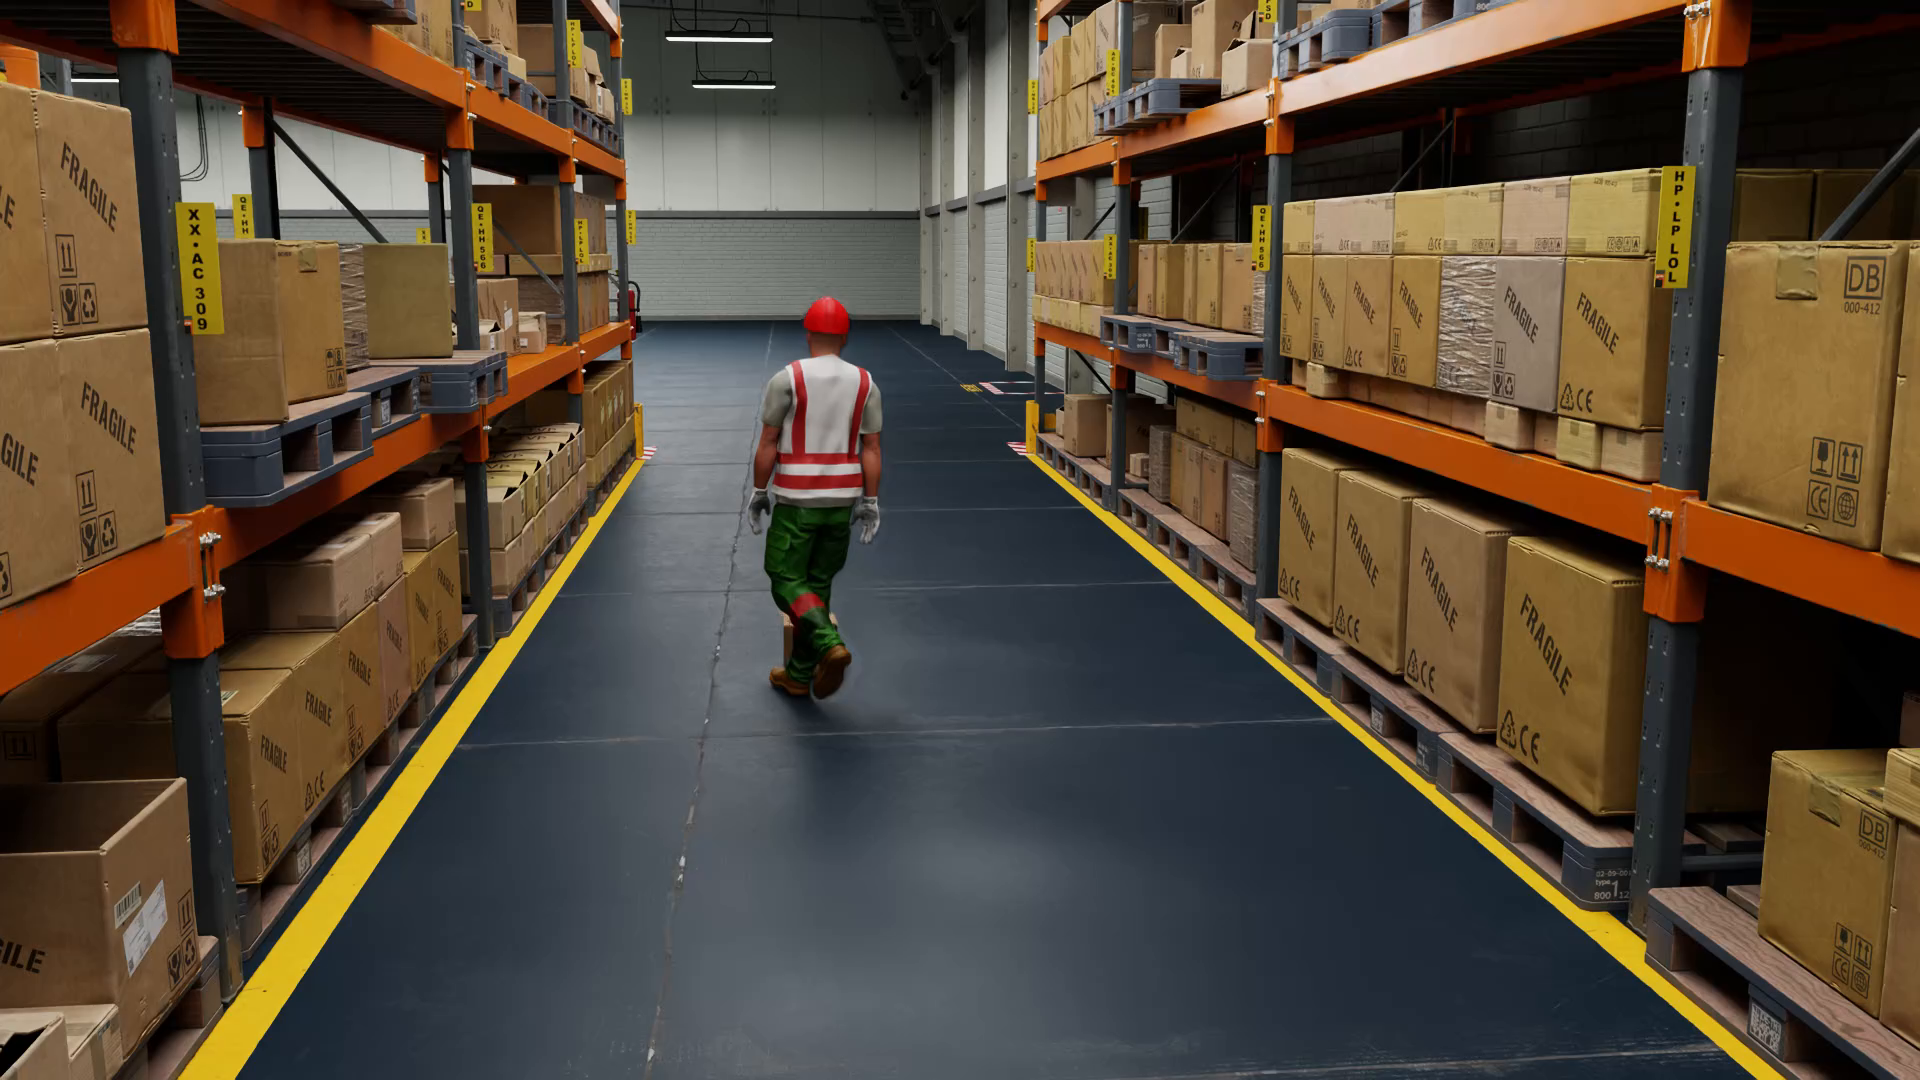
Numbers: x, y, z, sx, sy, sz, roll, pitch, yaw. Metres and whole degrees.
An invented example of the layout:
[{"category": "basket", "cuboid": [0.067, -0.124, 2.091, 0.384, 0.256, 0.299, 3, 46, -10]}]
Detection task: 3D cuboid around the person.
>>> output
[{"category": "person", "cuboid": [-0.605, -0.161, 7.249, 0.583, 1.778, 0.798, -5, 11, -28]}]
